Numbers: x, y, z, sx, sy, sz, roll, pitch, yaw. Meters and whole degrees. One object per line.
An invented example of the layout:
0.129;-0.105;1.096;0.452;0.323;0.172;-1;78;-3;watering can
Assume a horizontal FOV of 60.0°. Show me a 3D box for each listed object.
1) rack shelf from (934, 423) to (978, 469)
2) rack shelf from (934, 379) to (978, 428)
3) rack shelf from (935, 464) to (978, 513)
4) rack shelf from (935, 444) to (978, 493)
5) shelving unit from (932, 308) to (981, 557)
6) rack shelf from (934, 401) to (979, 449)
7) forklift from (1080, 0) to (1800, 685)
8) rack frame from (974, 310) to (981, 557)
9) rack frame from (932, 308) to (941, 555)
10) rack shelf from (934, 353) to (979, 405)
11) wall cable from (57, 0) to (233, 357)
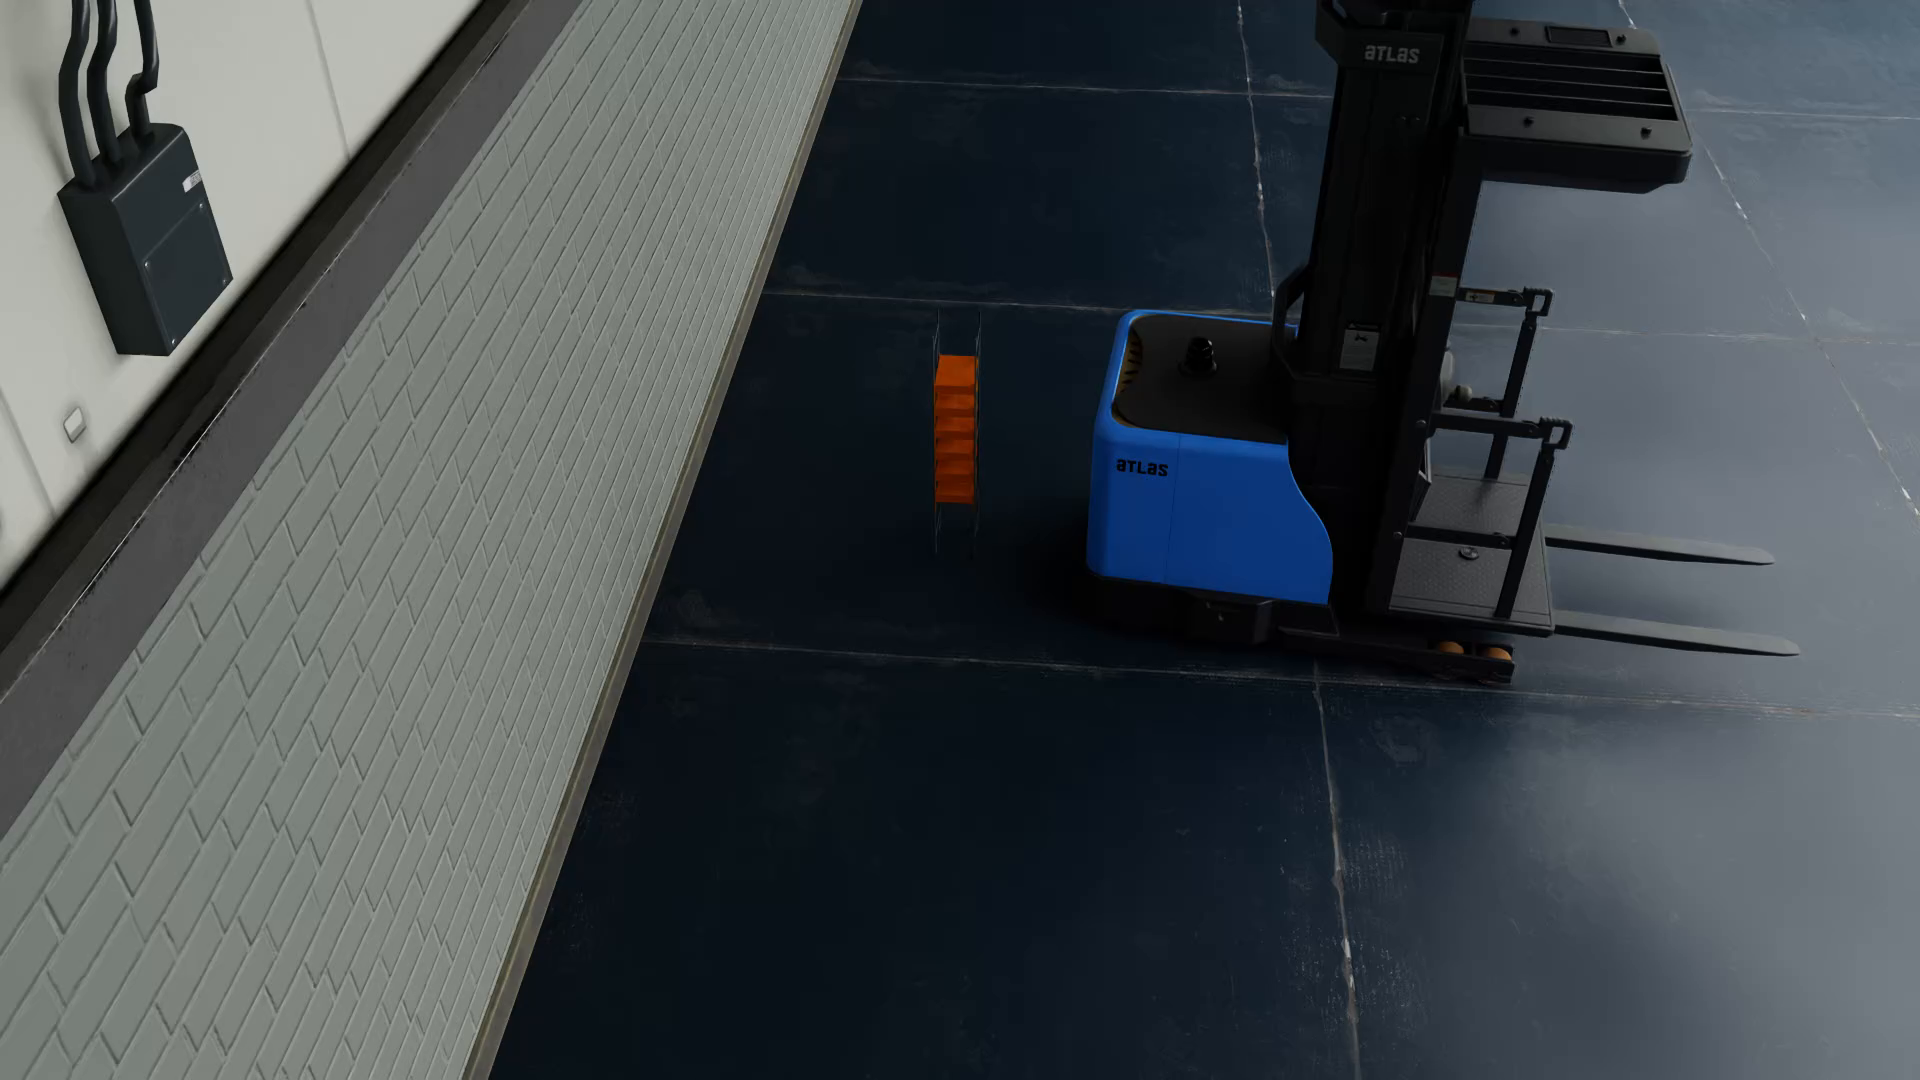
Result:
-0.014;-0.432;7.571;0.180;0.103;0.258;3;39;4;rack shelf
-0.014;-0.618;7.419;0.180;0.103;0.258;3;39;4;rack shelf
-0.014;-0.246;7.722;0.180;0.103;0.258;3;39;4;rack shelf
-0.014;-0.339;7.646;0.180;0.103;0.258;3;39;4;rack shelf
-0.014;-0.466;7.543;0.189;1.200;0.258;3;39;4;shelving unit
-0.014;-0.525;7.495;0.180;0.103;0.258;3;39;4;rack shelf
2.108;-0.879;6.679;3.031;2.935;1.130;7;40;9;forklift
0.077;-0.461;7.537;0.006;1.200;0.240;3;39;4;rack frame
-0.106;-0.471;7.549;0.006;1.200;0.240;3;39;4;rack frame
-0.014;-0.711;7.343;0.180;0.103;0.258;3;39;4;rack shelf
-1.506;-3.418;2.297;0.169;6.003;2.305;3;39;4;wall cable
